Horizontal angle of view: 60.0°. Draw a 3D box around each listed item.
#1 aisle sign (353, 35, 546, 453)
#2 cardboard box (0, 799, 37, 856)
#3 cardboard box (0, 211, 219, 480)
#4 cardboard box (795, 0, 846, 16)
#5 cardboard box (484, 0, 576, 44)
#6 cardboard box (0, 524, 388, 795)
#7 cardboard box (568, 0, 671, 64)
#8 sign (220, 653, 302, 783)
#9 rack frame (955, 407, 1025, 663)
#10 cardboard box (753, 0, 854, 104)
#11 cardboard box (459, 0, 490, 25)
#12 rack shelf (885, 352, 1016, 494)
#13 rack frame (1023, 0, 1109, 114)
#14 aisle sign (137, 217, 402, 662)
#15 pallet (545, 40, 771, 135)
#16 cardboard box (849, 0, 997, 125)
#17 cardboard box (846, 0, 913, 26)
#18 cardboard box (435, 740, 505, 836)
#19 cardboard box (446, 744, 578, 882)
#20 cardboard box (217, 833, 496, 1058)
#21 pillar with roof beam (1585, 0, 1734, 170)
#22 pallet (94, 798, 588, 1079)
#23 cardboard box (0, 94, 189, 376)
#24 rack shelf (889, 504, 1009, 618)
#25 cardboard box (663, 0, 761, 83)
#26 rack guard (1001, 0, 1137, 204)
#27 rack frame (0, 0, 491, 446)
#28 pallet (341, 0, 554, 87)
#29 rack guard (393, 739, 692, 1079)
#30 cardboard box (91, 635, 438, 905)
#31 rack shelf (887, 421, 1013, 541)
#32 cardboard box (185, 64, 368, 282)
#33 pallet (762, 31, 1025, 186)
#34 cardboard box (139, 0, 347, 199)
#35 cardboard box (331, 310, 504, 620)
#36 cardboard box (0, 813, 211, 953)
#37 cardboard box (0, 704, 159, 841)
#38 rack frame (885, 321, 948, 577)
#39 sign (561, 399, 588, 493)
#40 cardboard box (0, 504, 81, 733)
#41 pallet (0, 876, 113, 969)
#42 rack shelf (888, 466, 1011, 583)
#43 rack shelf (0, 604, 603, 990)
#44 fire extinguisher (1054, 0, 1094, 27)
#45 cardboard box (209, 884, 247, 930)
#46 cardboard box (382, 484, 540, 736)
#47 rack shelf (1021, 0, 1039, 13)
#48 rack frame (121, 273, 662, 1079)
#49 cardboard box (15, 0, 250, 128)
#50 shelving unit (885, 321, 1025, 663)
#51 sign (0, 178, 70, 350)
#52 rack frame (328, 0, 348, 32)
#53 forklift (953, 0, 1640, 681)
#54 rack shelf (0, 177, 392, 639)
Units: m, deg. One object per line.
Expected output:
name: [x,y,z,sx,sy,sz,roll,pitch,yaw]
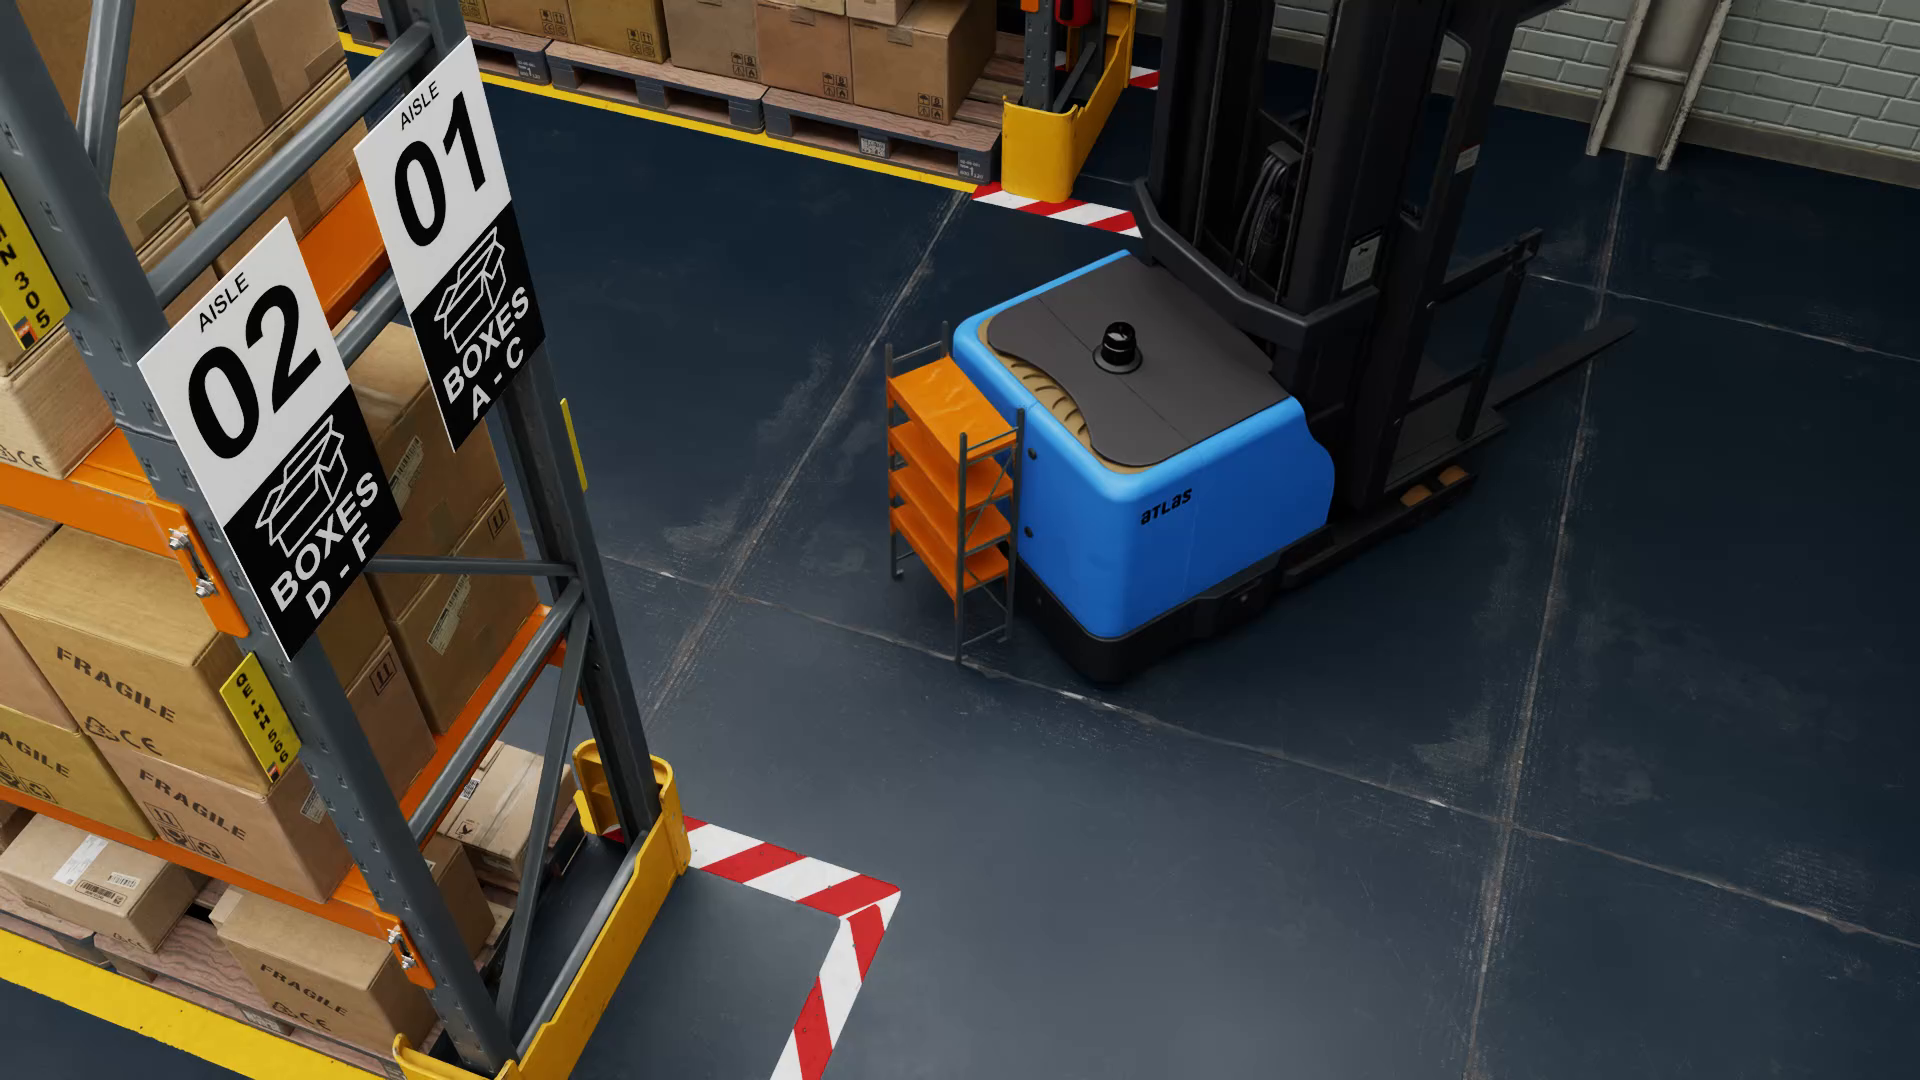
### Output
aisle sign: [-1.025,-0.586,3.419,0.004,0.787,0.394,16,51,13]
cardboard box: [-3.179,0.570,5.499,0.637,0.503,0.797,16,51,13]
cardboard box: [-1.764,-0.426,3.115,0.500,0.250,0.500,16,51,13]
cardboard box: [-0.593,-2.672,7.894,0.250,0.149,0.380,17,51,14]
cardboard box: [-2.094,-3.021,8.626,0.500,0.500,0.700,15,51,13]
cardboard box: [-1.704,0.174,3.753,0.500,0.500,0.500,15,51,13]
cardboard box: [-1.613,-2.885,8.508,0.500,0.500,0.700,17,51,14]
sign: [-1.402,0.361,3.344,0.005,0.325,0.100,16,51,13]
rack frame: [0.096,0.015,5.806,0.240,1.200,0.015,-24,53,-21]
cardboard box: [-0.639,-2.619,8.278,0.500,0.500,0.700,15,51,13]
cardboard box: [-2.564,-3.155,8.742,0.500,0.500,0.700,16,51,14]
rack shelf: [-0.024,-0.403,5.649,0.258,0.148,0.480,-24,53,-21]
rack frame: [0.522,-3.057,7.281,0.127,3.000,1.000,16,51,13]
aisle sign: [-1.233,-0.161,3.051,0.004,0.787,0.394,16,51,13]
pallet: [-1.396,-2.618,8.746,1.213,0.211,1.003,16,51,13]
cardboard box: [-0.169,-2.488,8.164,0.500,0.500,0.700,16,51,13]
cardboard box: [-0.353,-2.605,7.837,0.250,0.149,0.380,15,51,13]
cardboard box: [-1.699,0.821,5.504,0.250,0.166,0.380,16,51,13]
cardboard box: [-1.465,0.892,5.454,0.250,0.149,0.380,16,51,13]
cardboard box: [-1.786,1.162,4.987,0.500,0.500,0.500,16,51,13]
pillar with roof beam: [1.863,-1.876,2.288,0.400,9.000,9.100,16,51,13]
pallet: [-2.011,1.141,5.488,1.213,0.211,1.003,16,51,13]
cardboard box: [-1.761,-0.595,2.931,0.500,0.250,0.500,16,51,13]
rack shelf: [-0.034,0.033,6.142,0.258,0.148,0.480,-24,53,-21]
cardboard box: [-1.111,-2.751,8.392,0.500,0.500,0.700,14,51,12]
rack guard: [0.545,-2.232,8.220,0.348,0.500,1.175,16,51,13]
rack frame: [-1.191,-1.509,1.970,0.127,3.000,1.000,16,51,13]
pallet: [-2.544,-2.937,9.022,1.213,0.211,1.003,16,51,13]
rack guard: [-1.262,1.254,5.199,0.348,0.500,1.175,16,51,13]
cardboard box: [-1.706,0.498,4.134,0.500,0.500,0.500,17,51,14]
rack shelf: [-0.027,-0.246,5.826,0.258,0.148,0.480,-24,53,-21]
cardboard box: [-1.585,-0.793,3.433,0.500,0.250,0.500,16,51,13]
pallet: [-0.255,-2.298,8.468,1.213,0.211,1.003,16,51,13]
cardboard box: [-1.583,-0.961,3.248,0.500,0.250,0.500,16,51,13]
cardboard box: [-1.516,-0.208,4.084,0.500,0.500,0.500,17,51,14]
cardboard box: [-2.667,0.974,5.316,0.500,0.250,0.500,16,51,13]
cardboard box: [-2.193,0.365,4.249,0.500,0.500,0.500,16,51,13]
rack frame: [-0.156,-0.301,6.080,0.240,1.200,0.015,-24,53,-21]
sign: [-1.003,-0.213,4.243,0.005,0.325,0.100,16,51,13]
cardboard box: [-2.178,0.042,3.868,0.500,0.500,0.500,17,51,14]
pallet: [-3.151,0.820,5.766,1.213,0.211,1.003,16,51,13]
rack shelf: [-0.031,-0.098,5.994,0.258,0.148,0.480,-24,53,-21]
rack shelf: [-3.067,0.167,4.963,4.000,0.370,1.077,16,51,13]
fire extinguisher: [0.504,-2.543,7.134,0.183,0.674,0.296,16,51,13]
cardboard box: [-2.135,1.102,5.261,0.250,0.166,0.380,16,51,13]
cardboard box: [-1.516,0.120,4.462,0.500,0.500,0.500,17,51,14]
rack shelf: [-1.354,-3.345,8.007,4.000,0.370,1.077,16,51,13]
rack frame: [-1.191,0.455,4.237,0.127,3.000,1.000,16,51,13]
cardboard box: [-1.679,-1.010,2.794,0.500,0.500,0.700,16,51,13]
shelving unit: [-0.030,-0.143,5.943,0.258,1.200,0.503,-24,53,-21]
sign: [-1.402,-0.429,2.432,0.005,0.325,0.100,16,51,13]
rack frame: [-3.230,-4.104,8.189,0.127,3.000,1.000,16,51,13]
forklift: [1.472,-1.326,5.827,3.031,2.935,1.130,-27,54,-21]
rack shelf: [-3.067,-0.815,3.829,4.000,0.370,1.077,16,51,13]
